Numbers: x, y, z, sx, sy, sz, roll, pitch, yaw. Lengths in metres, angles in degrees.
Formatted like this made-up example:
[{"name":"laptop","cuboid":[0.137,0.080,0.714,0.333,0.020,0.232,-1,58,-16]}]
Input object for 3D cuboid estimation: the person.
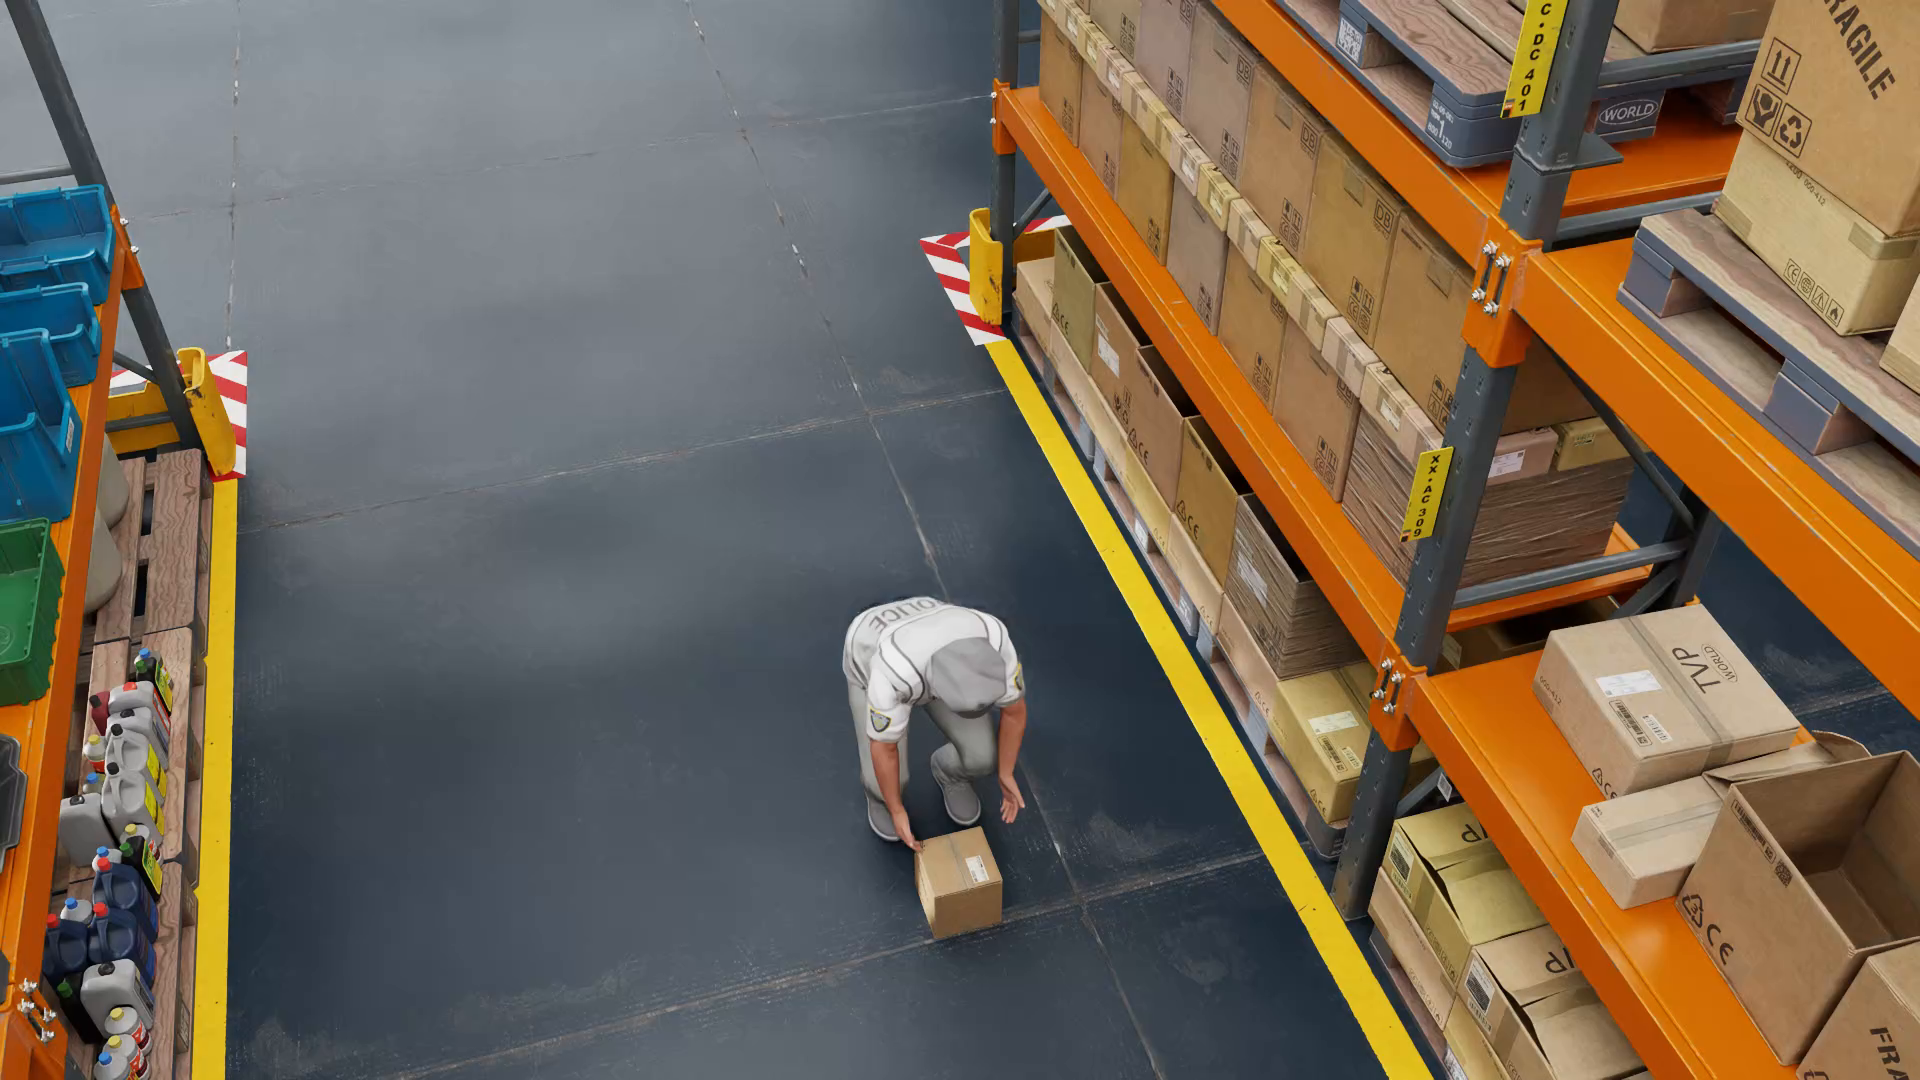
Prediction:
[{"name":"person","cuboid":[-0.086,0.613,5.886,0.576,1.205,0.900,-12,43,-13]}]
